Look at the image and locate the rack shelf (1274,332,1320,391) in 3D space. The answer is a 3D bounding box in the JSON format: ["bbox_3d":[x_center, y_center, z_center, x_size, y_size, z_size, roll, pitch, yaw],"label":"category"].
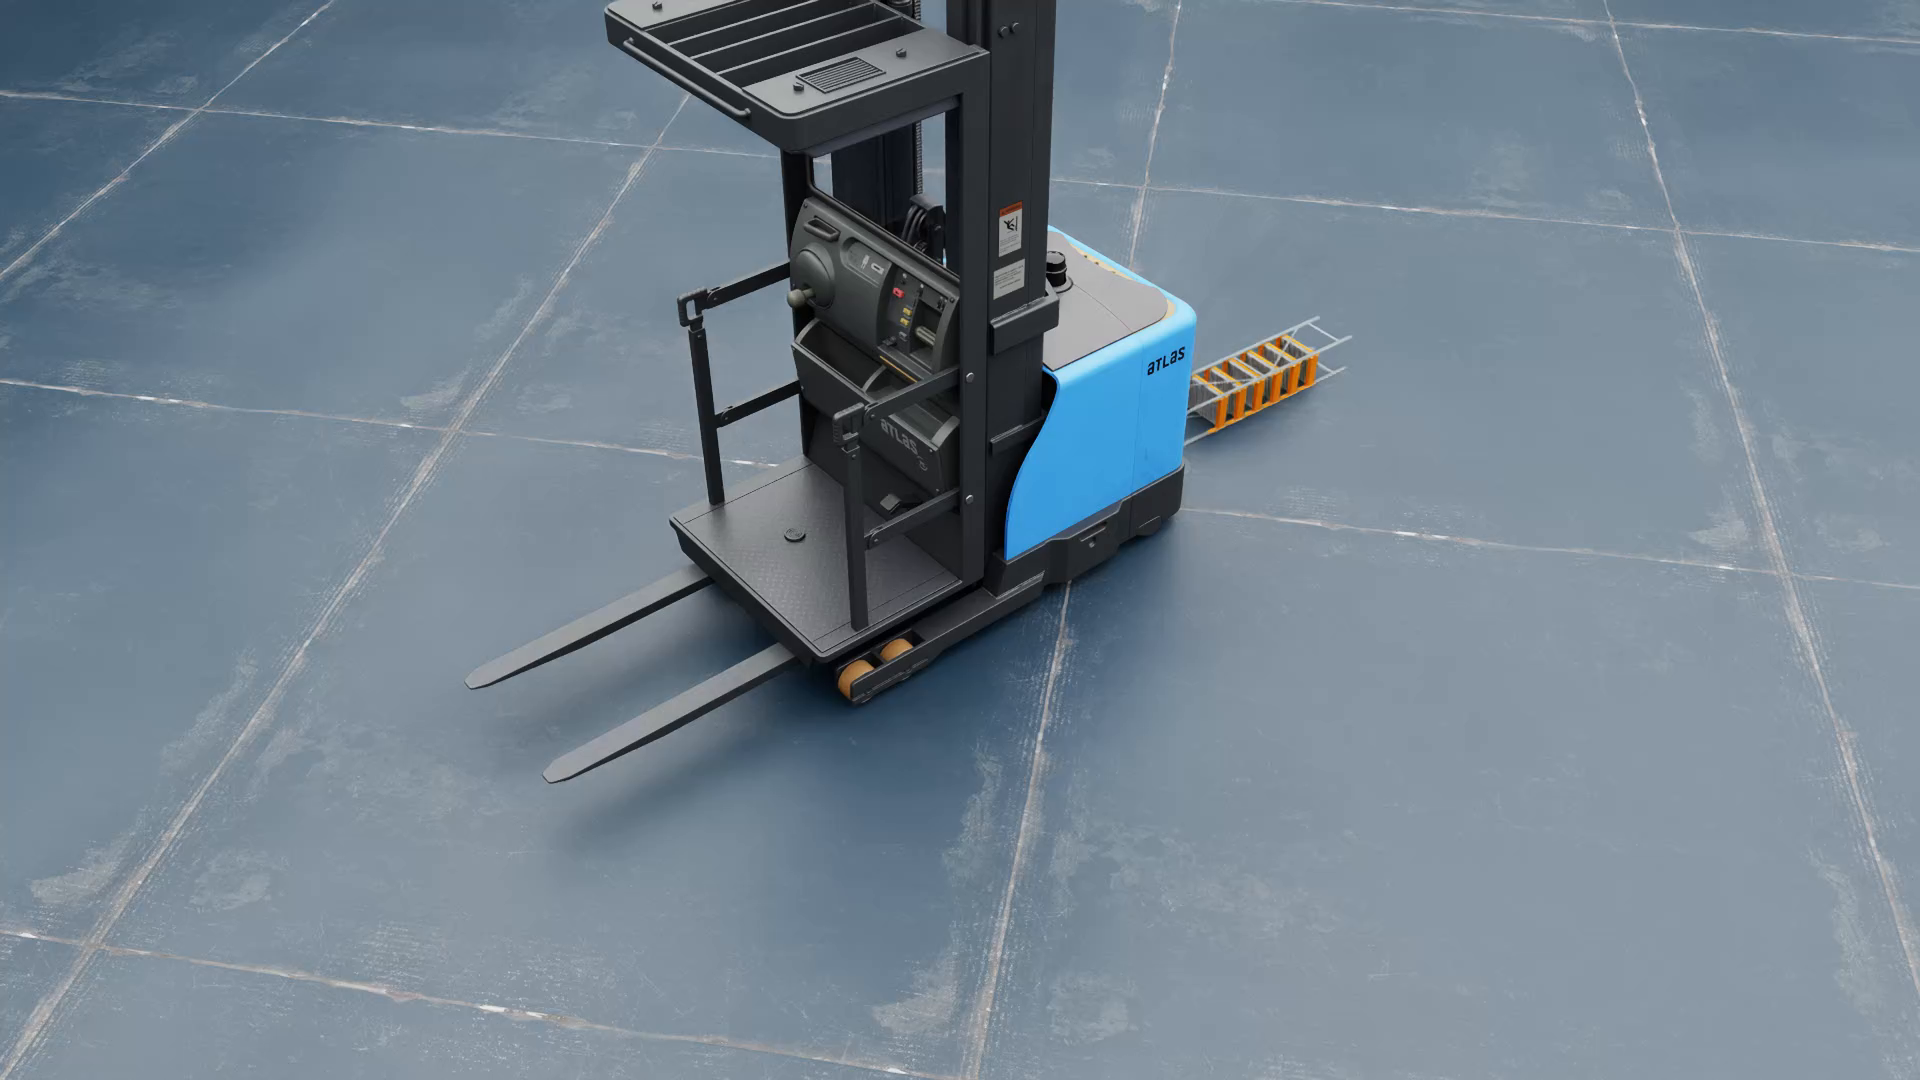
[{"bbox_3d":[1.630,-0.878,8.161,0.103,0.180,0.258,-25,46,-28],"label":"rack shelf"}]

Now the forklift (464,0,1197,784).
[{"bbox_3d":[-0.488,-0.875,6.008,3.031,2.935,1.130,-28,47,-29],"label":"forklift"}]

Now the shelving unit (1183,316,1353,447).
[{"bbox_3d":[1.376,-0.759,8.015,1.200,0.189,0.258,-25,46,-28],"label":"shelving unit"}]

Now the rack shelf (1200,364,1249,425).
[{"bbox_3d":[1.244,-0.698,7.939,0.103,0.180,0.258,-25,46,-28],"label":"rack shelf"}]

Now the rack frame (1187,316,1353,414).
[{"bbox_3d":[1.377,-0.830,7.957,1.200,0.006,0.240,-25,46,-28],"label":"rack frame"}]

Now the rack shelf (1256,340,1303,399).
[{"bbox_3d":[1.533,-0.833,8.105,0.103,0.180,0.258,-25,46,-28],"label":"rack shelf"}]

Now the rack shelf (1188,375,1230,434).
[{"bbox_3d":[1.148,-0.653,7.883,0.103,0.180,0.258,-25,46,-28],"label":"rack shelf"}]

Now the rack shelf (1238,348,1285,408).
[{"bbox_3d":[1.437,-0.788,8.050,0.103,0.180,0.258,-25,46,-28],"label":"rack shelf"}]

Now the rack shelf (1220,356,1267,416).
[{"bbox_3d":[1.341,-0.743,7.994,0.103,0.180,0.258,-25,46,-28],"label":"rack shelf"}]

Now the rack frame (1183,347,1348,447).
[{"bbox_3d":[1.376,-0.689,8.073,1.200,0.006,0.240,-25,46,-28],"label":"rack frame"}]
